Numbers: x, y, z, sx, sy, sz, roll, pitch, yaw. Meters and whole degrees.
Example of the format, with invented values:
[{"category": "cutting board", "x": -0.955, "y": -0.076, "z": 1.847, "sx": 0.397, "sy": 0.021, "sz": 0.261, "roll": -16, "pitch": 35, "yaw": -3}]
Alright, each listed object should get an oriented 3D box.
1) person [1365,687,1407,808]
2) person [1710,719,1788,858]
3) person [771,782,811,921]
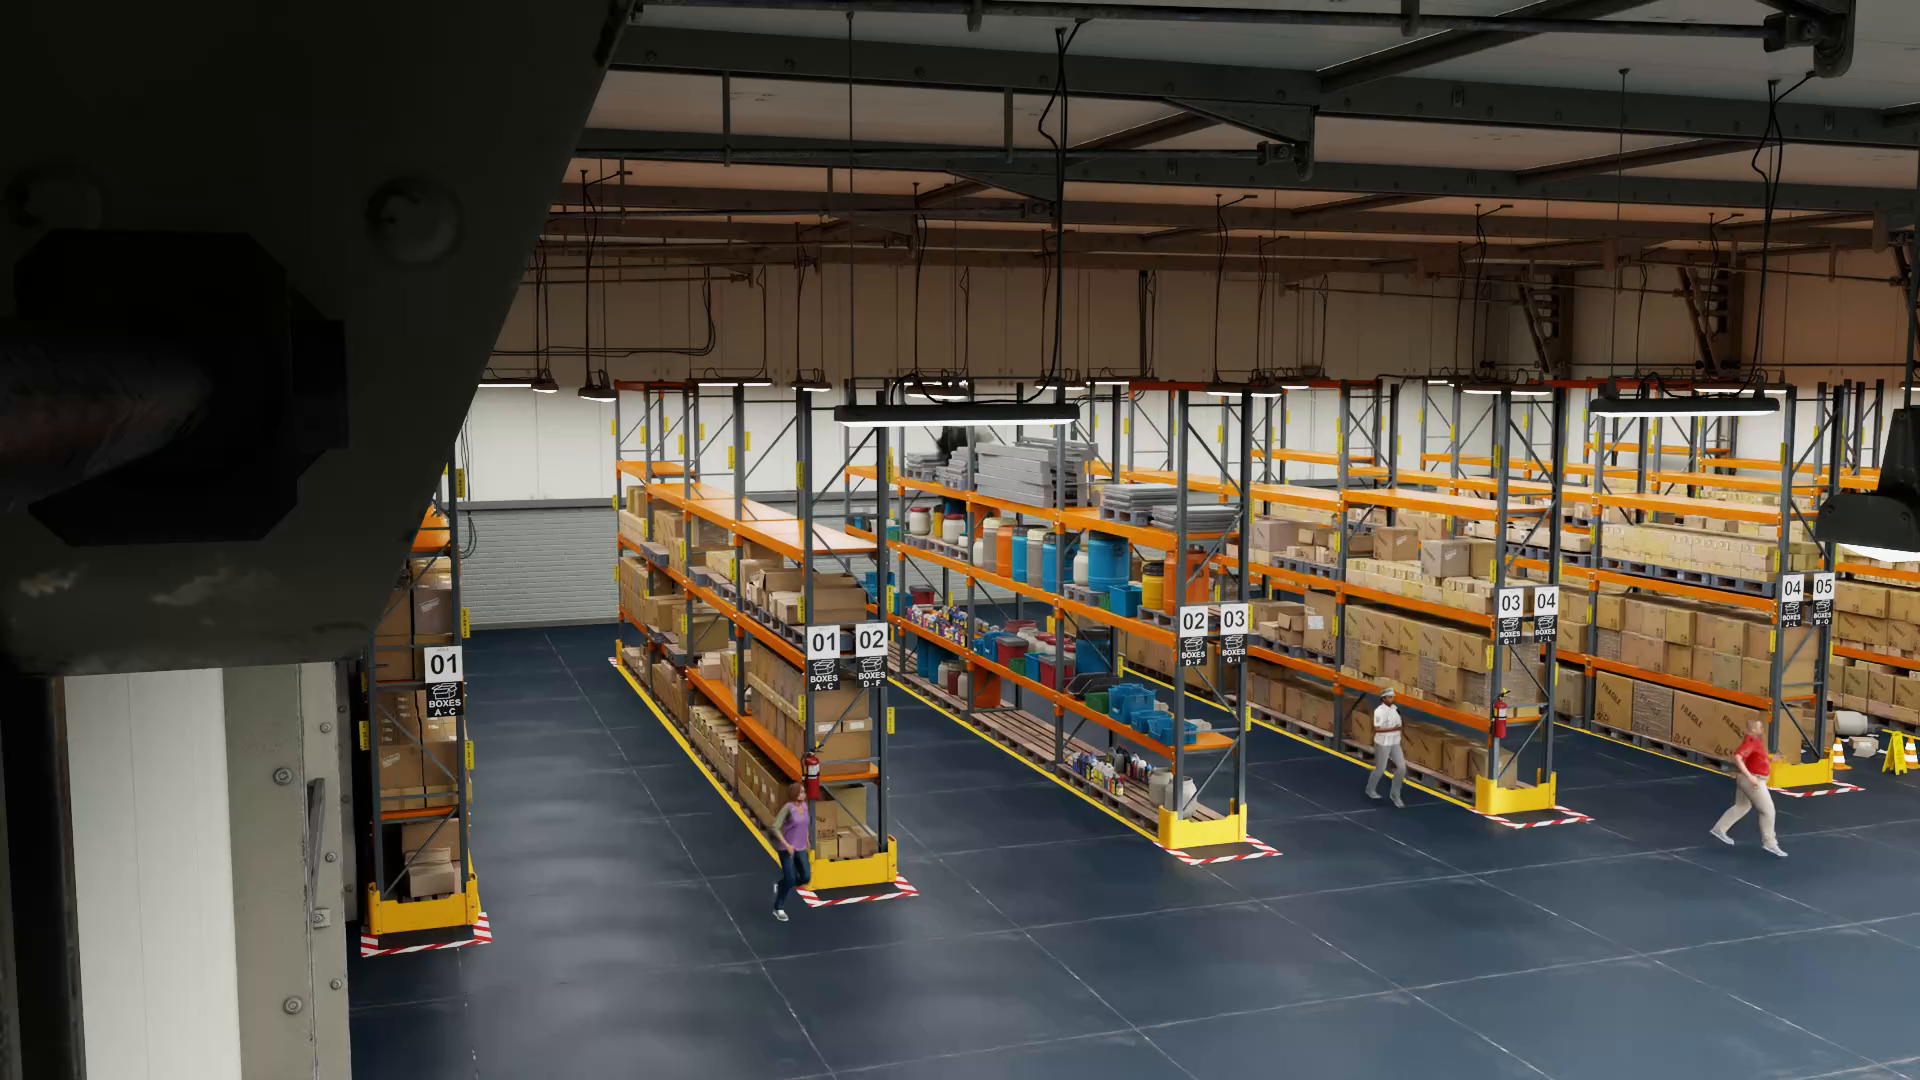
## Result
[{"category": "person", "x": 6.149, "y": 2.966, "z": 23.909, "sx": 0.556, "sy": 1.756, "sz": 0.714, "roll": -3, "pitch": 7, "yaw": -29}, {"category": "person", "x": 10.254, "y": 3.188, "z": 21.545, "sx": 0.907, "sy": 1.767, "sz": 0.643, "roll": 2, "pitch": 6, "yaw": 15}, {"category": "person", "x": -1.916, "y": 3.560, "z": 19.129, "sx": 0.487, "sy": 1.547, "sz": 0.595, "roll": 5, "pitch": 8, "yaw": 41}]
